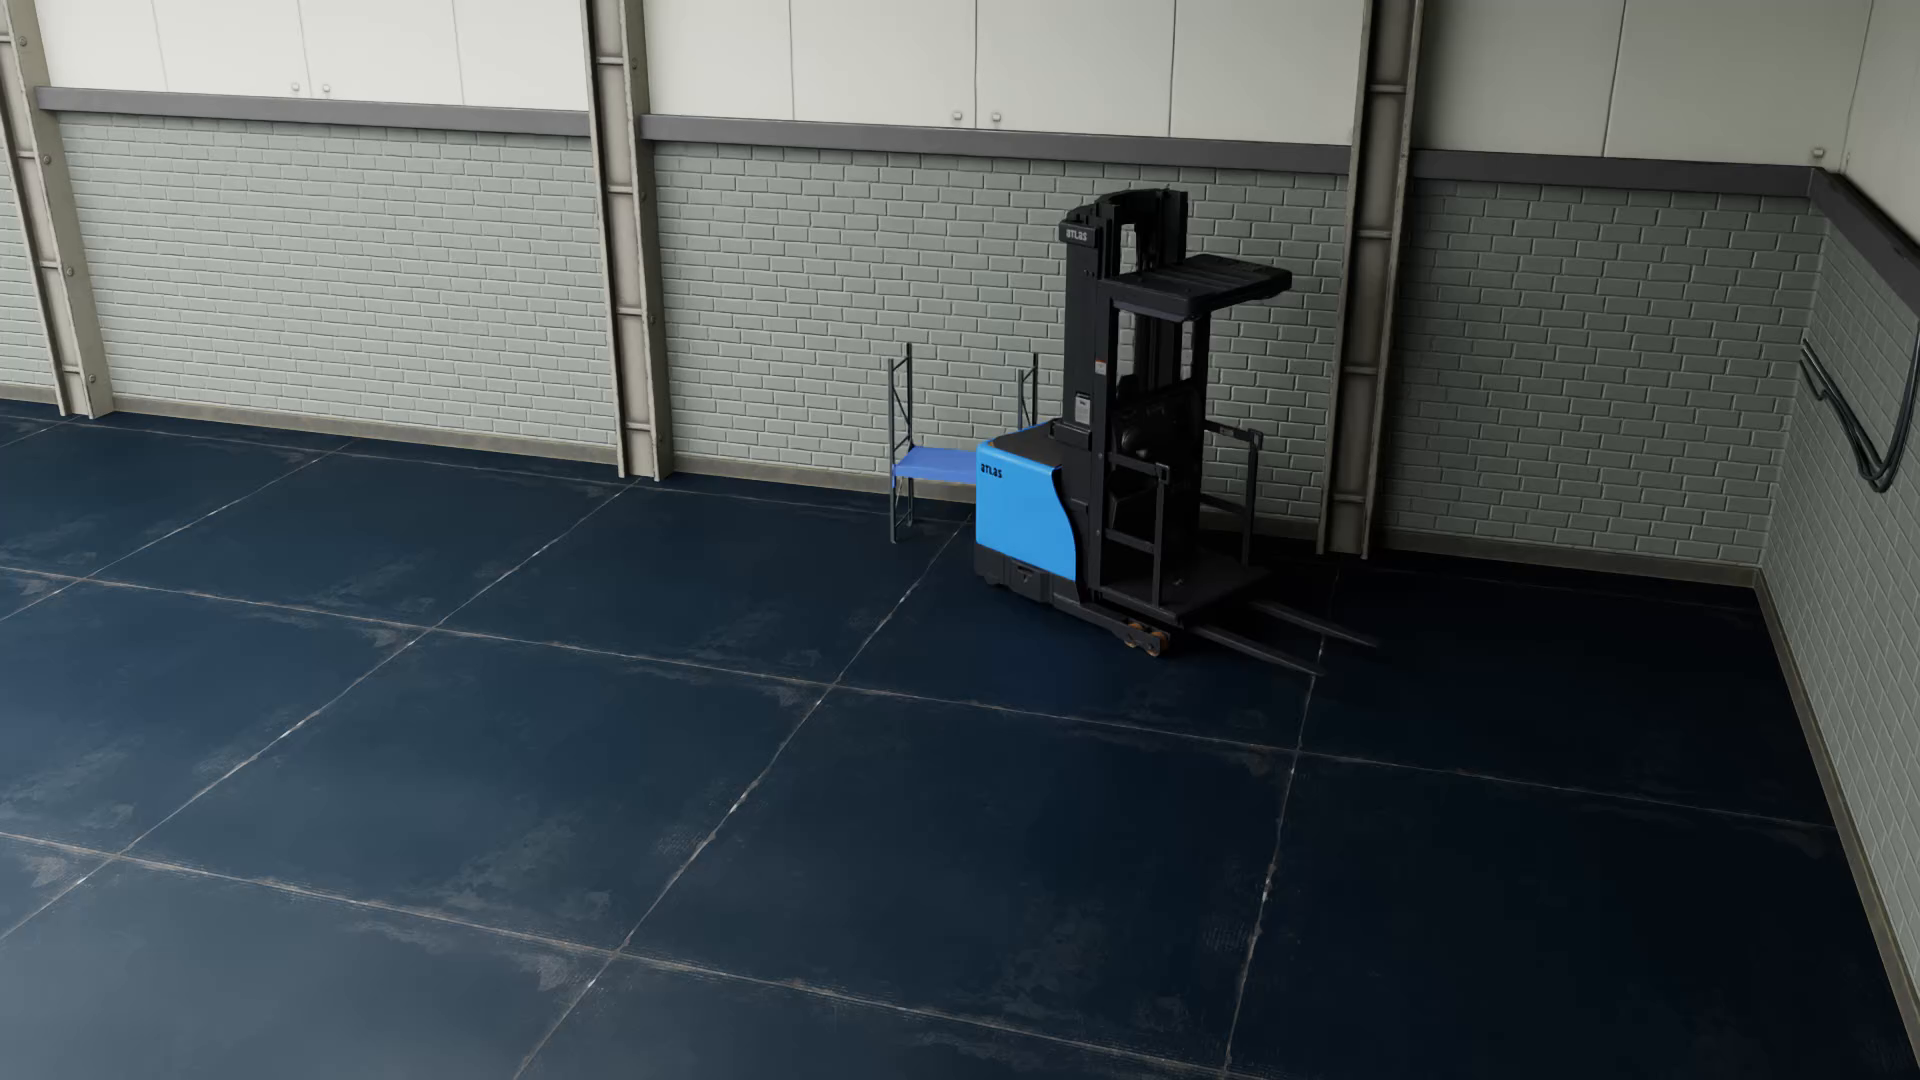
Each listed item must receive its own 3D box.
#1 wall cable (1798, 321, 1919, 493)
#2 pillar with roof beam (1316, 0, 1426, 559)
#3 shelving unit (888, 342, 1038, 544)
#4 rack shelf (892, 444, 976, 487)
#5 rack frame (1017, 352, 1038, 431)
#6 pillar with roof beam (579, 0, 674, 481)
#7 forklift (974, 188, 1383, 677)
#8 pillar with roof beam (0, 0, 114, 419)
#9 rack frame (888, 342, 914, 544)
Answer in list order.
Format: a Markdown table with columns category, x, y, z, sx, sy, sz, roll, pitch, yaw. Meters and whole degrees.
| category | x | y | z | sx | sy | sz | roll | pitch | yaw |
| --- | --- | --- | --- | --- | --- | --- | --- | --- | --- |
| wall cable | 5.436 | -1.851 | 9.921 | 0.112 | 2.526 | 3.097 | 7 | 23 | 16 |
| pillar with roof beam | 1.754 | -2.527 | 7.477 | 0.400 | 9.000 | 9.100 | 7 | 23 | 16 |
| shelving unit | 0.027 | -0.704 | 12.915 | 1.048 | 1.500 | 0.538 | 6 | 23 | 15 |
| rack shelf | 0.027 | -0.538 | 12.983 | 1.000 | 0.185 | 0.538 | 6 | 23 | 15 |
| rack frame | 0.515 | -0.649 | 12.782 | 0.032 | 1.500 | 0.500 | 6 | 23 | 15 |
| pillar with roof beam | -3.990 | -3.184 | 9.081 | 0.400 | 9.000 | 9.100 | 7 | 23 | 16 |
| forklift | 1.489 | -0.790 | 11.239 | 1.130 | 2.935 | 3.031 | -20 | 30 | -40 |
| pillar with roof beam | -9.734 | -3.842 | 10.684 | 0.400 | 9.000 | 9.100 | 7 | 23 | 16 |
| rack frame | -0.460 | -0.759 | 13.048 | 0.032 | 1.500 | 0.500 | 6 | 23 | 15 |
